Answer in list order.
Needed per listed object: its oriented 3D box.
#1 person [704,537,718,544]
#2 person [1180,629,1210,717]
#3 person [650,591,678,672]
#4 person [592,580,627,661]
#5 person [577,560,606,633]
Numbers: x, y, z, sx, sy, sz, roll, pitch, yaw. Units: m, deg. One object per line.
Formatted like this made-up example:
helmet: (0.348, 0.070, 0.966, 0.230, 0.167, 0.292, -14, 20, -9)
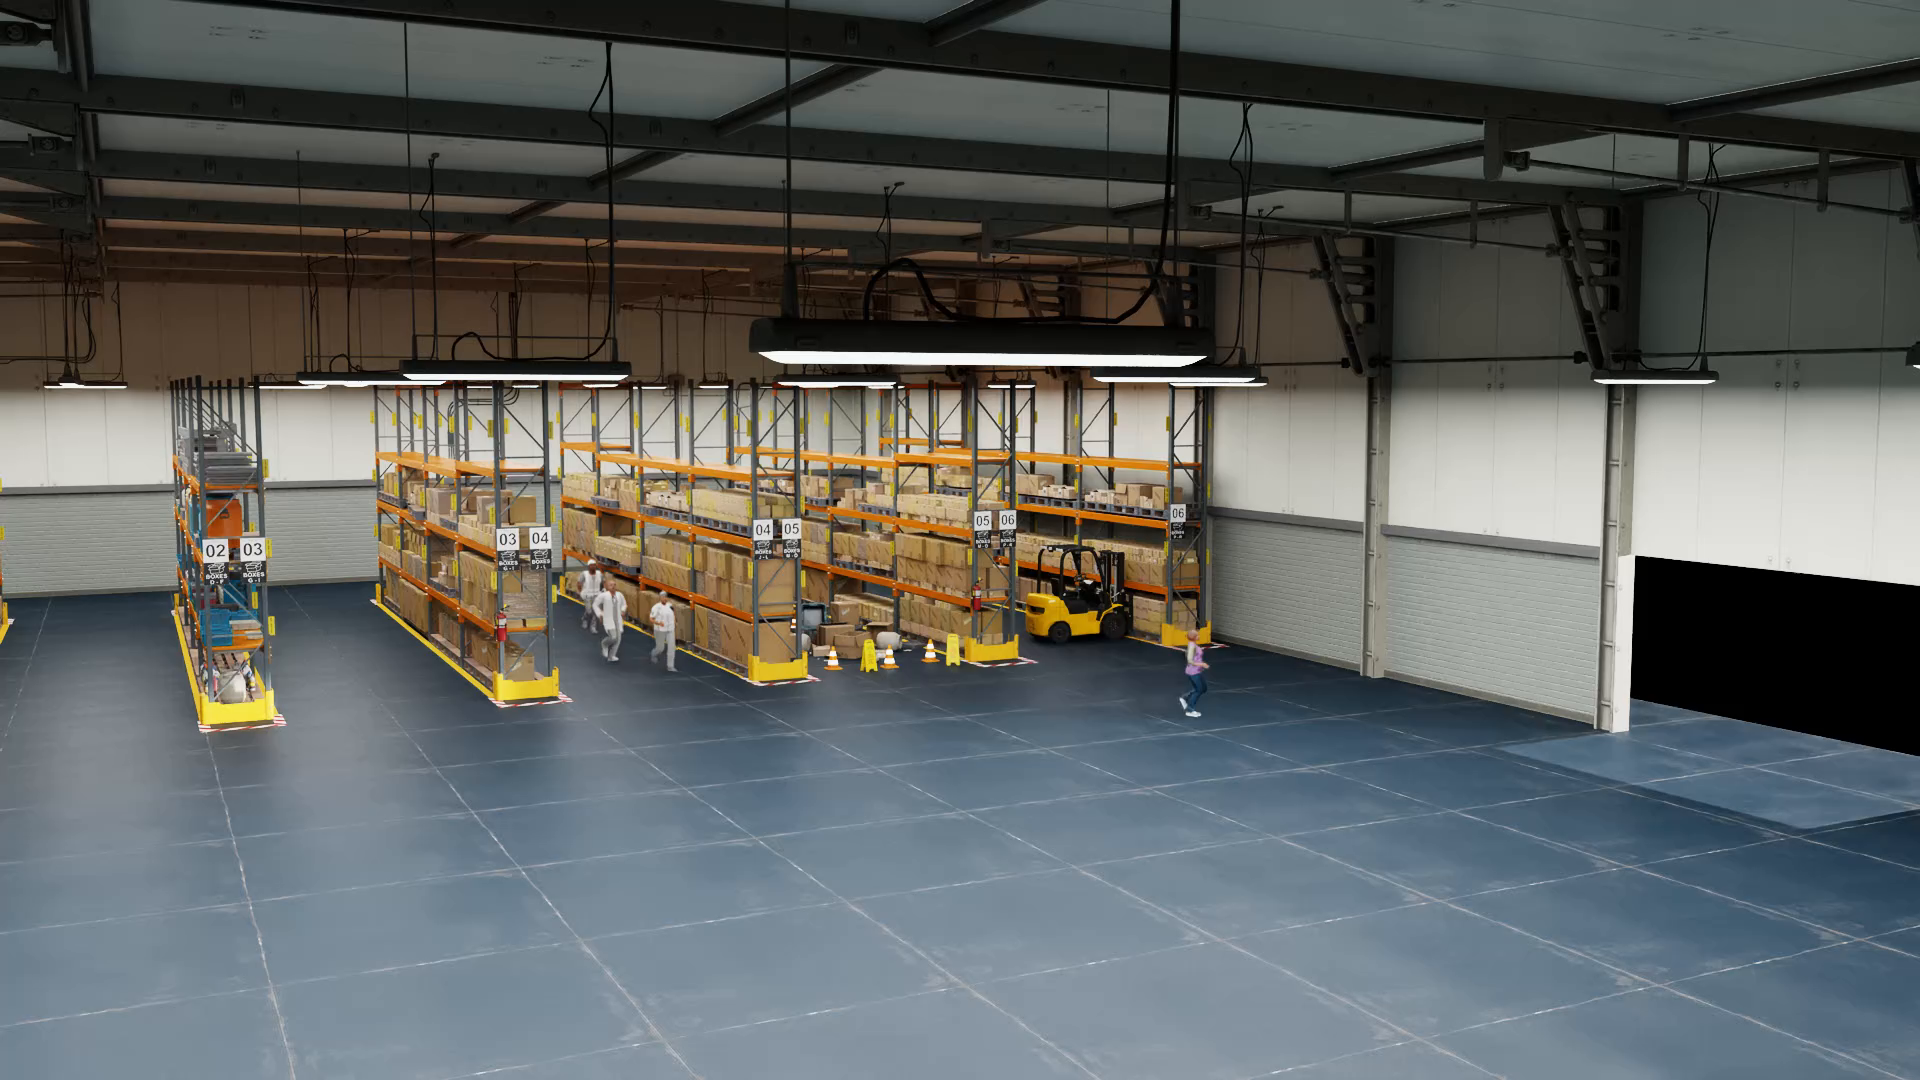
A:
person: (-7.664, 0.385, 50.699, 0.555, 1.671, 0.621, -2, 5, -18)
person: (4.161, 2.340, 29.310, 0.519, 1.552, 0.530, 1, 5, 15)
person: (-6.066, 1.866, 34.197, 0.621, 1.633, 0.932, -3, 6, -32)
person: (-7.365, 1.725, 35.318, 0.713, 1.737, 0.624, -4, 6, -37)
person: (-8.761, 1.332, 39.638, 0.699, 1.749, 0.592, -3, 6, -30)
